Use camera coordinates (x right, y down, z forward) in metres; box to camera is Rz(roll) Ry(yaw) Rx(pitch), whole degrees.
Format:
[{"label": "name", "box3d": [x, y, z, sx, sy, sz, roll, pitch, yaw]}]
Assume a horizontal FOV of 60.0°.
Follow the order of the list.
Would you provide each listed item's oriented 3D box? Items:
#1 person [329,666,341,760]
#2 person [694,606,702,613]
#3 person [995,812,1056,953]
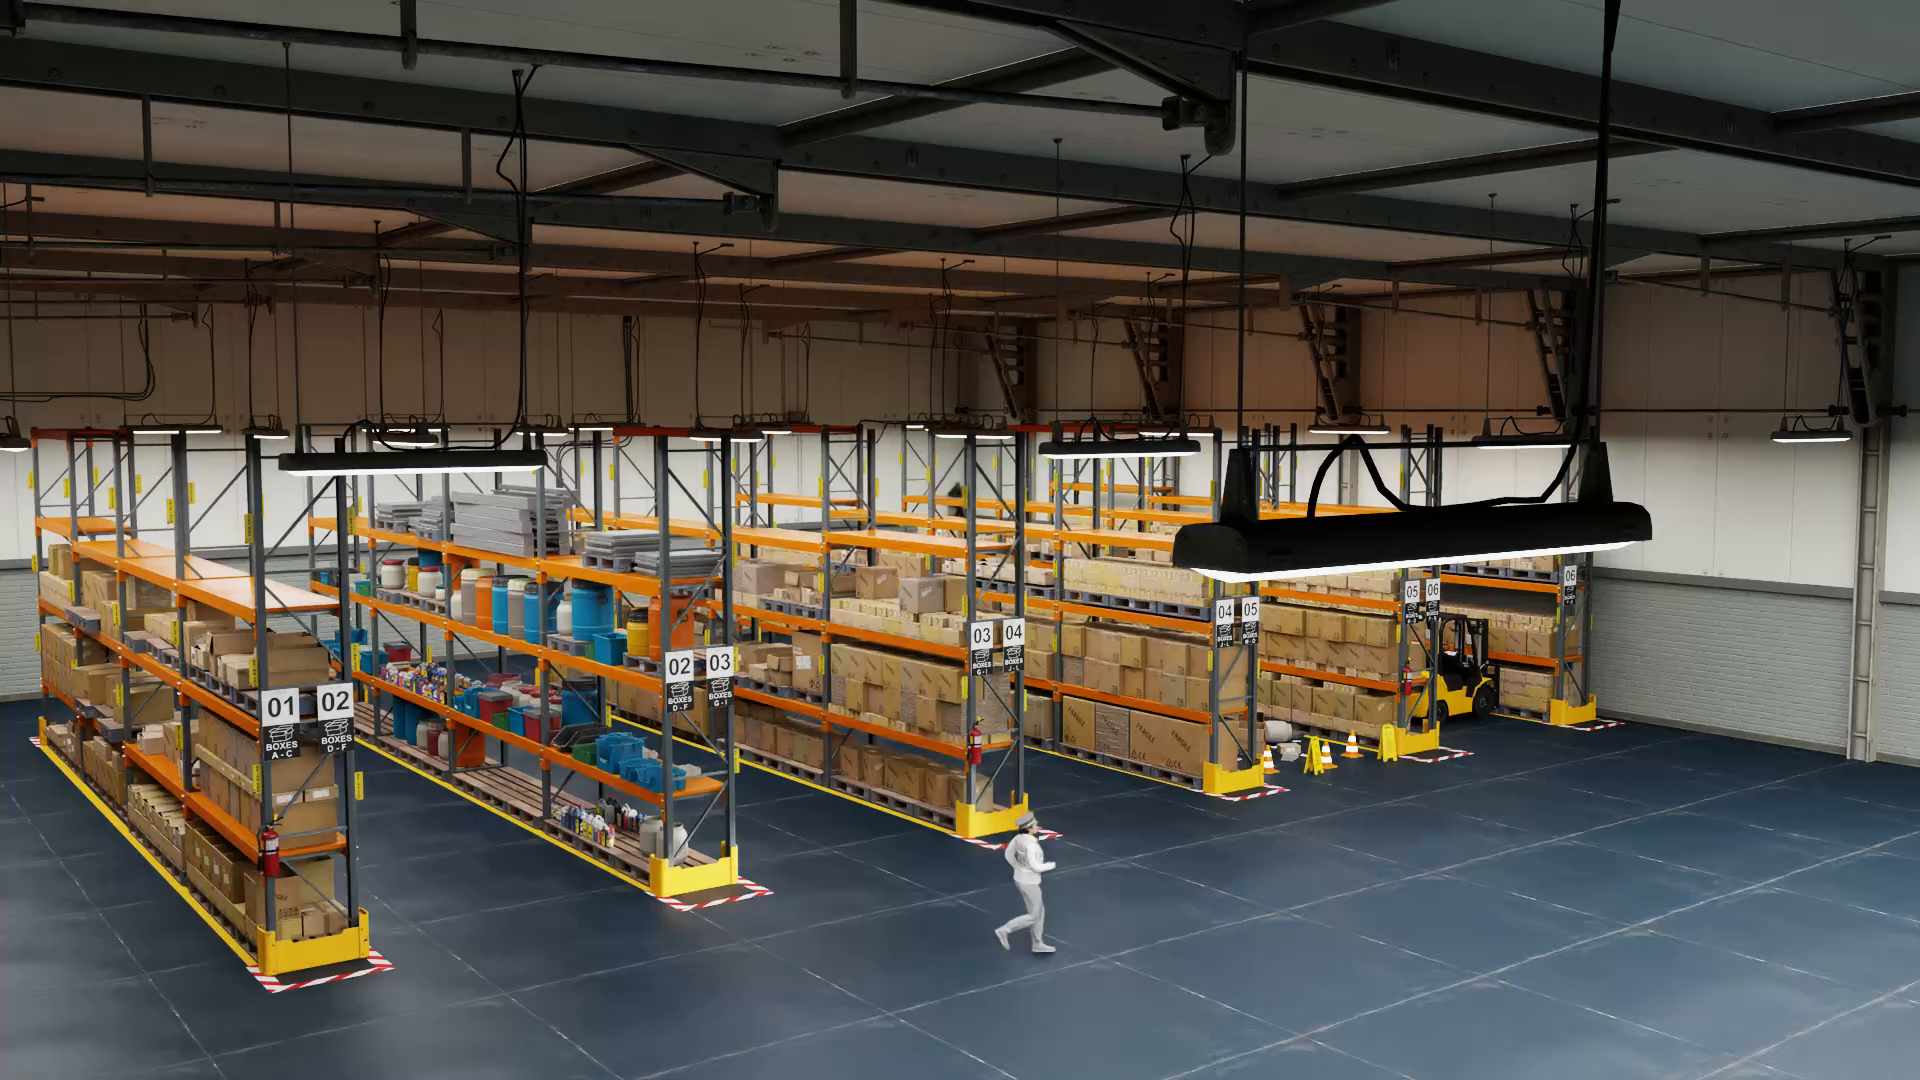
[{"label": "person", "box3d": [-11.525, 3.138, 30.432, 0.627, 1.695, 0.865, -3, 6, -36]}, {"label": "person", "box3d": [-6.321, 2.391, 39.943, 0.639, 1.626, 0.635, 0, 4, -1]}, {"label": "person", "box3d": [0.745, 3.976, 19.269, 0.760, 1.669, 0.626, -1, 5, -17]}]
